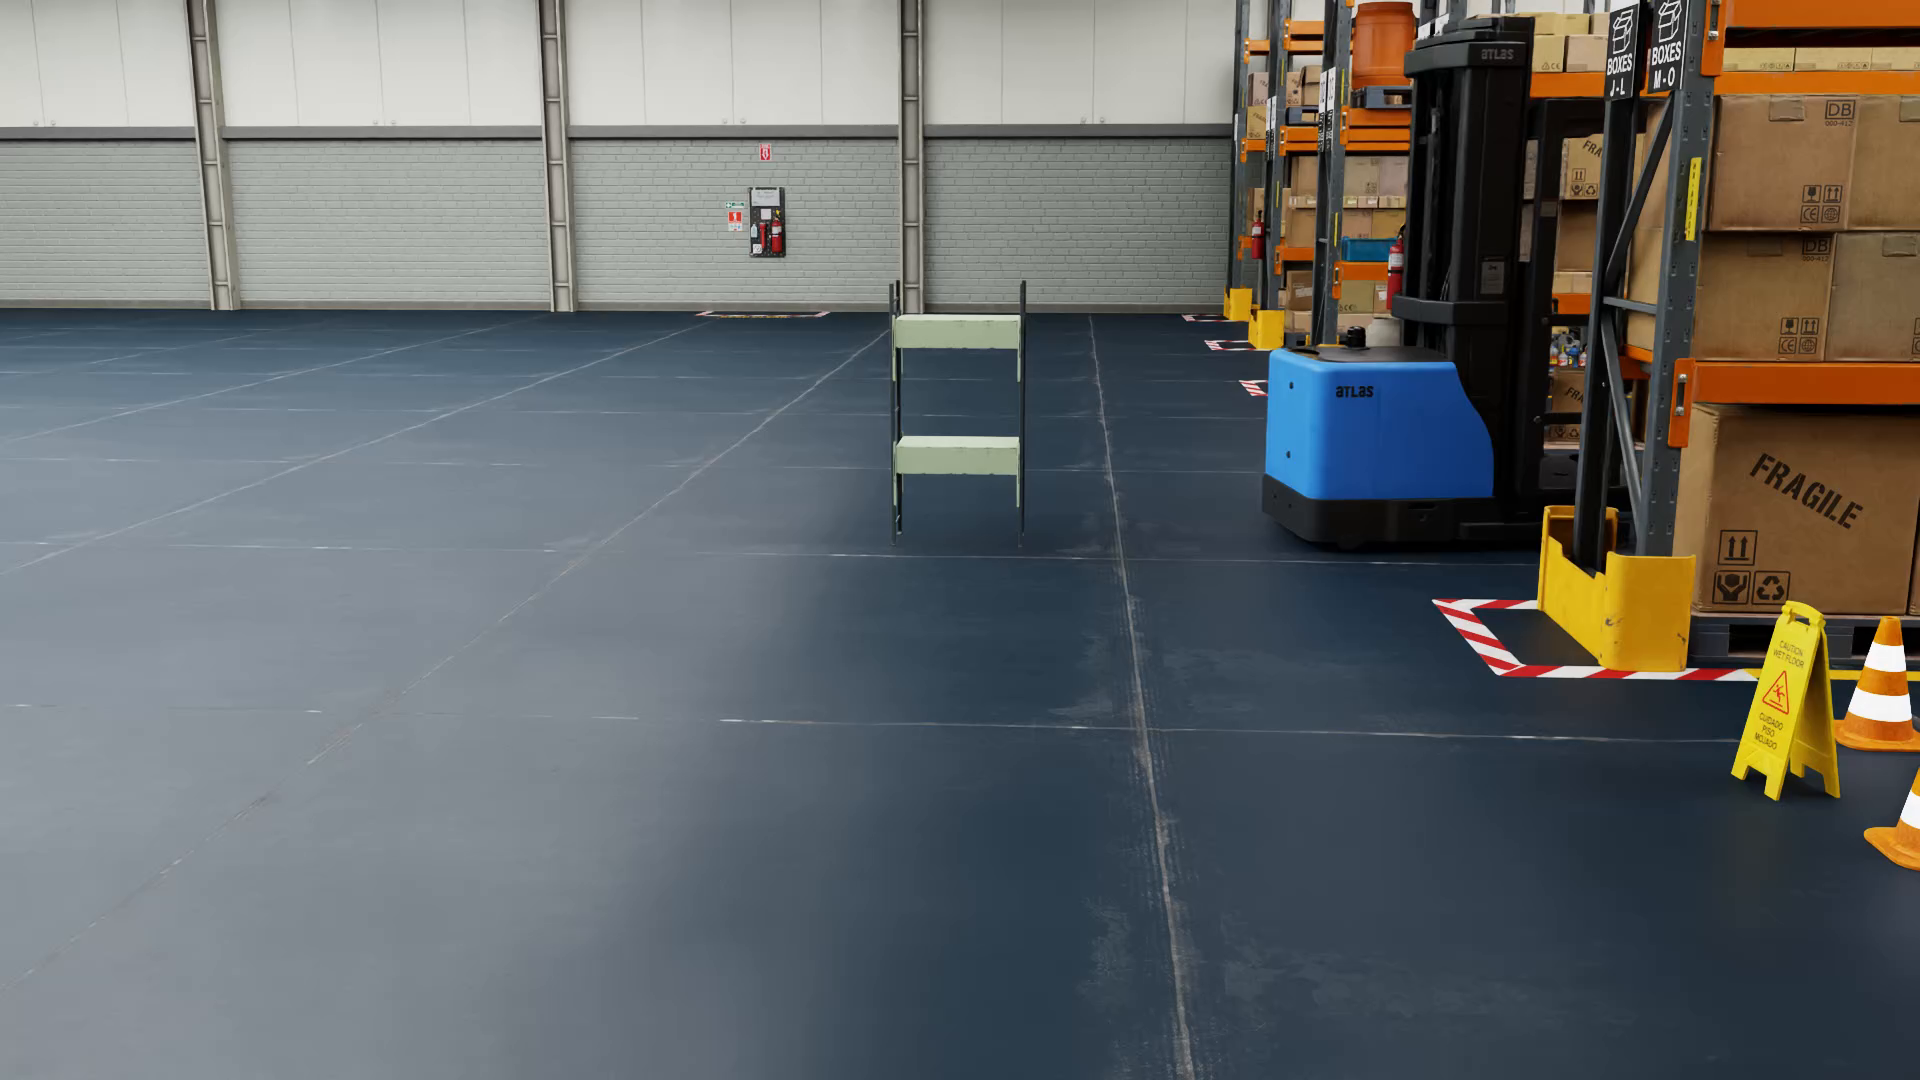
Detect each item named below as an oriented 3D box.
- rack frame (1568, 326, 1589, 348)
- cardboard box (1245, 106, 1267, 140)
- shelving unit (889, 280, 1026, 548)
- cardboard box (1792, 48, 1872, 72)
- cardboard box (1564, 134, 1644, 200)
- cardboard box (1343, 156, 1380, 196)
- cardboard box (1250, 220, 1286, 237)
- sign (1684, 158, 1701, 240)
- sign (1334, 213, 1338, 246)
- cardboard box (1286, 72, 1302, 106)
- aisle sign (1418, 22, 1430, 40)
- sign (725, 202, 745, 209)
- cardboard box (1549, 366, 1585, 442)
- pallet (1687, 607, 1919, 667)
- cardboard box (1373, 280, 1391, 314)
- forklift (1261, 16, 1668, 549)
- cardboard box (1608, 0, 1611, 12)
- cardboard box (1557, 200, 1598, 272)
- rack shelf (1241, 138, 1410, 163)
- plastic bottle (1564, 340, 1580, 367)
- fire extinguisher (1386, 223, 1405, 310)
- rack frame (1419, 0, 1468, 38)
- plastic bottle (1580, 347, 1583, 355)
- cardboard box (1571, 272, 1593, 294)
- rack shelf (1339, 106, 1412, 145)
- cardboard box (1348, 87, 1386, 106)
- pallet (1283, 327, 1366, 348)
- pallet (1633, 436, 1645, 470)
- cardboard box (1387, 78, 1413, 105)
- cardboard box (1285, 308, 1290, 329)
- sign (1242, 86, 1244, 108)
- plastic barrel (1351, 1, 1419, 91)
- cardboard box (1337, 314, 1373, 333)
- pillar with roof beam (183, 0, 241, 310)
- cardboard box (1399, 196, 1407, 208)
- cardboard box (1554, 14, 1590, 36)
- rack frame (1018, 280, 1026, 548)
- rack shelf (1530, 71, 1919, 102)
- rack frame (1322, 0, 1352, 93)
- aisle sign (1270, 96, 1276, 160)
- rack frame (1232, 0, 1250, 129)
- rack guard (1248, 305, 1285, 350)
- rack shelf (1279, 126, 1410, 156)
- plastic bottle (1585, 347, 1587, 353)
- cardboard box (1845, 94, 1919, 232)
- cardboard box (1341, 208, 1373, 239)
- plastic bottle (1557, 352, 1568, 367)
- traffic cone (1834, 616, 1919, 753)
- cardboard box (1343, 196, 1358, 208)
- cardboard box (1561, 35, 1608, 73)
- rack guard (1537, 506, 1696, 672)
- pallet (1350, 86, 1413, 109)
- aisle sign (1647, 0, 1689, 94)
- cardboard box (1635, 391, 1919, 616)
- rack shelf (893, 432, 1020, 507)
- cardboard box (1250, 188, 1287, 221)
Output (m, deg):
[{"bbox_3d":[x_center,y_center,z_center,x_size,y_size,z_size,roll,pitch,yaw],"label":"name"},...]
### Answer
[{"bbox_3d":[8.087,-4.006,21.594,0.127,3.000,1.000,1,12,4],"label":"rack frame"},{"bbox_3d":[4.740,-6.544,26.109,0.500,0.500,0.500,1,12,5],"label":"cardboard box"},{"bbox_3d":[-0.007,-0.734,9.615,0.755,1.500,0.431,1,12,4],"label":"shelving unit"},{"bbox_3d":[5.919,-3.345,11.475,0.500,0.250,0.500,1,12,3],"label":"cardboard box"},{"bbox_3d":[4.459,-2.650,11.697,0.500,0.500,0.500,1,12,4],"label":"cardboard box"},{"bbox_3d":[5.138,-4.729,21.637,0.500,0.500,0.700,0,12,2],"label":"cardboard box"},{"bbox_3d":[4.889,-4.938,26.365,0.500,0.250,0.500,0,12,2],"label":"cardboard box"},{"bbox_3d":[2.955,-1.375,6.706,0.005,0.325,0.100,1,12,4],"label":"sign"},{"bbox_3d":[3.720,-3.072,16.453,0.005,0.325,0.100,1,12,4],"label":"sign"},{"bbox_3d":[5.288,-7.017,25.928,0.500,0.500,0.500,1,12,3],"label":"cardboard box"},{"bbox_3d":[3.388,-3.372,12.212,0.004,0.787,0.394,1,12,4],"label":"aisle sign"},{"bbox_3d":[-3.811,-5.668,28.154,0.331,0.109,0.001,1,12,4],"label":"sign"},{"bbox_3d":[4.651,-1.006,12.332,0.500,0.500,0.500,4,12,19],"label":"cardboard box"},{"bbox_3d":[3.801,0.335,7.654,1.213,0.211,1.003,1,12,4],"label":"pallet"},{"bbox_3d":[5.615,-3.224,21.714,0.500,0.500,0.500,1,12,4],"label":"cardboard box"},{"bbox_3d":[3.413,-1.486,9.715,3.031,2.935,1.130,-1,12,-6],"label":"forklift"},{"bbox_3d":[4.993,-3.975,11.928,0.500,0.500,0.500,1,12,4],"label":"cardboard box"},{"bbox_3d":[4.484,-2.236,12.162,0.500,0.500,0.875,1,12,4],"label":"cardboard box"},{"bbox_3d":[6.418,-6.162,26.330,4.000,0.370,1.077,1,12,4],"label":"rack shelf"},{"bbox_3d":[6.377,-1.950,17.343,0.135,0.276,0.152,1,12,4],"label":"plastic bottle"},{"bbox_3d":[3.347,-2.095,12.647,0.183,0.674,0.296,1,12,4],"label":"fire extinguisher"},{"bbox_3d":[3.430,-4.974,11.567,0.127,3.000,1.000,1,12,4],"label":"rack frame"},{"bbox_3d":[6.505,-1.947,17.510,0.097,0.201,0.097,0,12,0],"label":"plastic bottle"},{"bbox_3d":[4.446,-1.849,11.894,0.250,0.149,0.380,1,12,4],"label":"cardboard box"},{"bbox_3d":[5.756,-4.138,16.654,4.000,0.370,1.077,1,12,4],"label":"rack shelf"},{"bbox_3d":[5.262,-5.768,21.689,0.500,0.250,0.500,1,12,4],"label":"cardboard box"},{"bbox_3d":[4.861,-2.694,22.132,1.213,0.211,1.003,1,12,4],"label":"pallet"},{"bbox_3d":[5.528,-0.636,12.292,1.213,0.211,1.003,1,12,4],"label":"pallet"},{"bbox_3d":[5.734,-5.774,21.106,0.500,0.500,0.500,1,12,4],"label":"cardboard box"},{"bbox_3d":[4.650,-2.974,22.348,0.500,0.250,0.500,1,12,4],"label":"cardboard box"},{"bbox_3d":[4.387,-6.858,25.768,0.005,0.325,0.100,1,12,4],"label":"sign"},{"bbox_3d":[4.254,-4.952,16.717,0.708,0.830,0.600,1,12,4],"label":"plastic barrel"},{"bbox_3d":[5.115,-2.862,21.813,0.500,0.250,0.500,1,12,4],"label":"cardboard box"},{"bbox_3d":[-13.068,-7.543,23.852,0.400,9.000,9.100,1,12,4],"label":"pillar with roof beam"},{"bbox_3d":[5.758,-4.361,21.461,0.250,0.149,0.380,1,12,3],"label":"cardboard box"},{"bbox_3d":[4.202,-3.575,11.597,0.250,0.149,0.380,1,12,3],"label":"cardboard box"},{"bbox_3d":[0.359,-0.729,9.591,0.023,1.500,0.400,1,12,4],"label":"rack frame"},{"bbox_3d":[5.425,-3.126,11.817,4.000,0.370,1.077,1,12,4],"label":"rack shelf"},{"bbox_3d":[3.761,-5.986,16.404,0.127,3.000,1.000,1,12,4],"label":"rack frame"},{"bbox_3d":[4.010,-5.272,21.295,0.004,0.787,0.394,1,12,4],"label":"aisle sign"},{"bbox_3d":[4.423,-8.010,26.080,0.127,3.000,1.000,1,12,4],"label":"rack frame"},{"bbox_3d":[4.072,-2.838,22.113,0.348,0.500,1.175,1,12,4],"label":"rack guard"},{"bbox_3d":[6.091,-5.150,21.492,4.000,0.370,1.077,1,12,4],"label":"rack shelf"},{"bbox_3d":[6.421,-1.862,16.903,0.133,0.283,0.061,1,12,4],"label":"plastic bottle"},{"bbox_3d":[3.920,-1.626,7.210,0.550,0.550,0.875,1,12,4],"label":"cardboard box"},{"bbox_3d":[5.085,-4.095,21.773,0.500,0.500,0.700,1,12,5],"label":"cardboard box"},{"bbox_3d":[6.090,-1.799,16.802,0.097,0.201,0.097,0,12,0],"label":"plastic bottle"},{"bbox_3d":[3.433,0.514,6.182,0.334,0.463,0.336,1,12,4],"label":"traffic cone"},{"bbox_3d":[4.985,-4.371,21.511,0.250,0.149,0.380,1,12,4],"label":"cardboard box"},{"bbox_3d":[4.408,-3.367,11.578,0.500,0.250,0.500,1,12,2],"label":"cardboard box"},{"bbox_3d":[2.974,0.198,7.602,0.348,0.500,1.175,1,12,4],"label":"rack guard"},{"bbox_3d":[4.580,-4.394,16.581,1.213,0.211,1.003,1,12,4],"label":"pallet"},{"bbox_3d":[2.907,-2.238,6.789,0.004,0.787,0.394,1,12,4],"label":"aisle sign"},{"bbox_3d":[3.679,-0.195,7.539,0.875,0.875,0.875,1,12,4],"label":"cardboard box"},{"bbox_3d":[-0.007,-0.415,9.682,0.720,0.370,0.431,1,12,4],"label":"rack shelf"},{"bbox_3d":[4.879,-5.309,26.306,0.500,0.500,0.500,1,12,4],"label":"cardboard box"}]
